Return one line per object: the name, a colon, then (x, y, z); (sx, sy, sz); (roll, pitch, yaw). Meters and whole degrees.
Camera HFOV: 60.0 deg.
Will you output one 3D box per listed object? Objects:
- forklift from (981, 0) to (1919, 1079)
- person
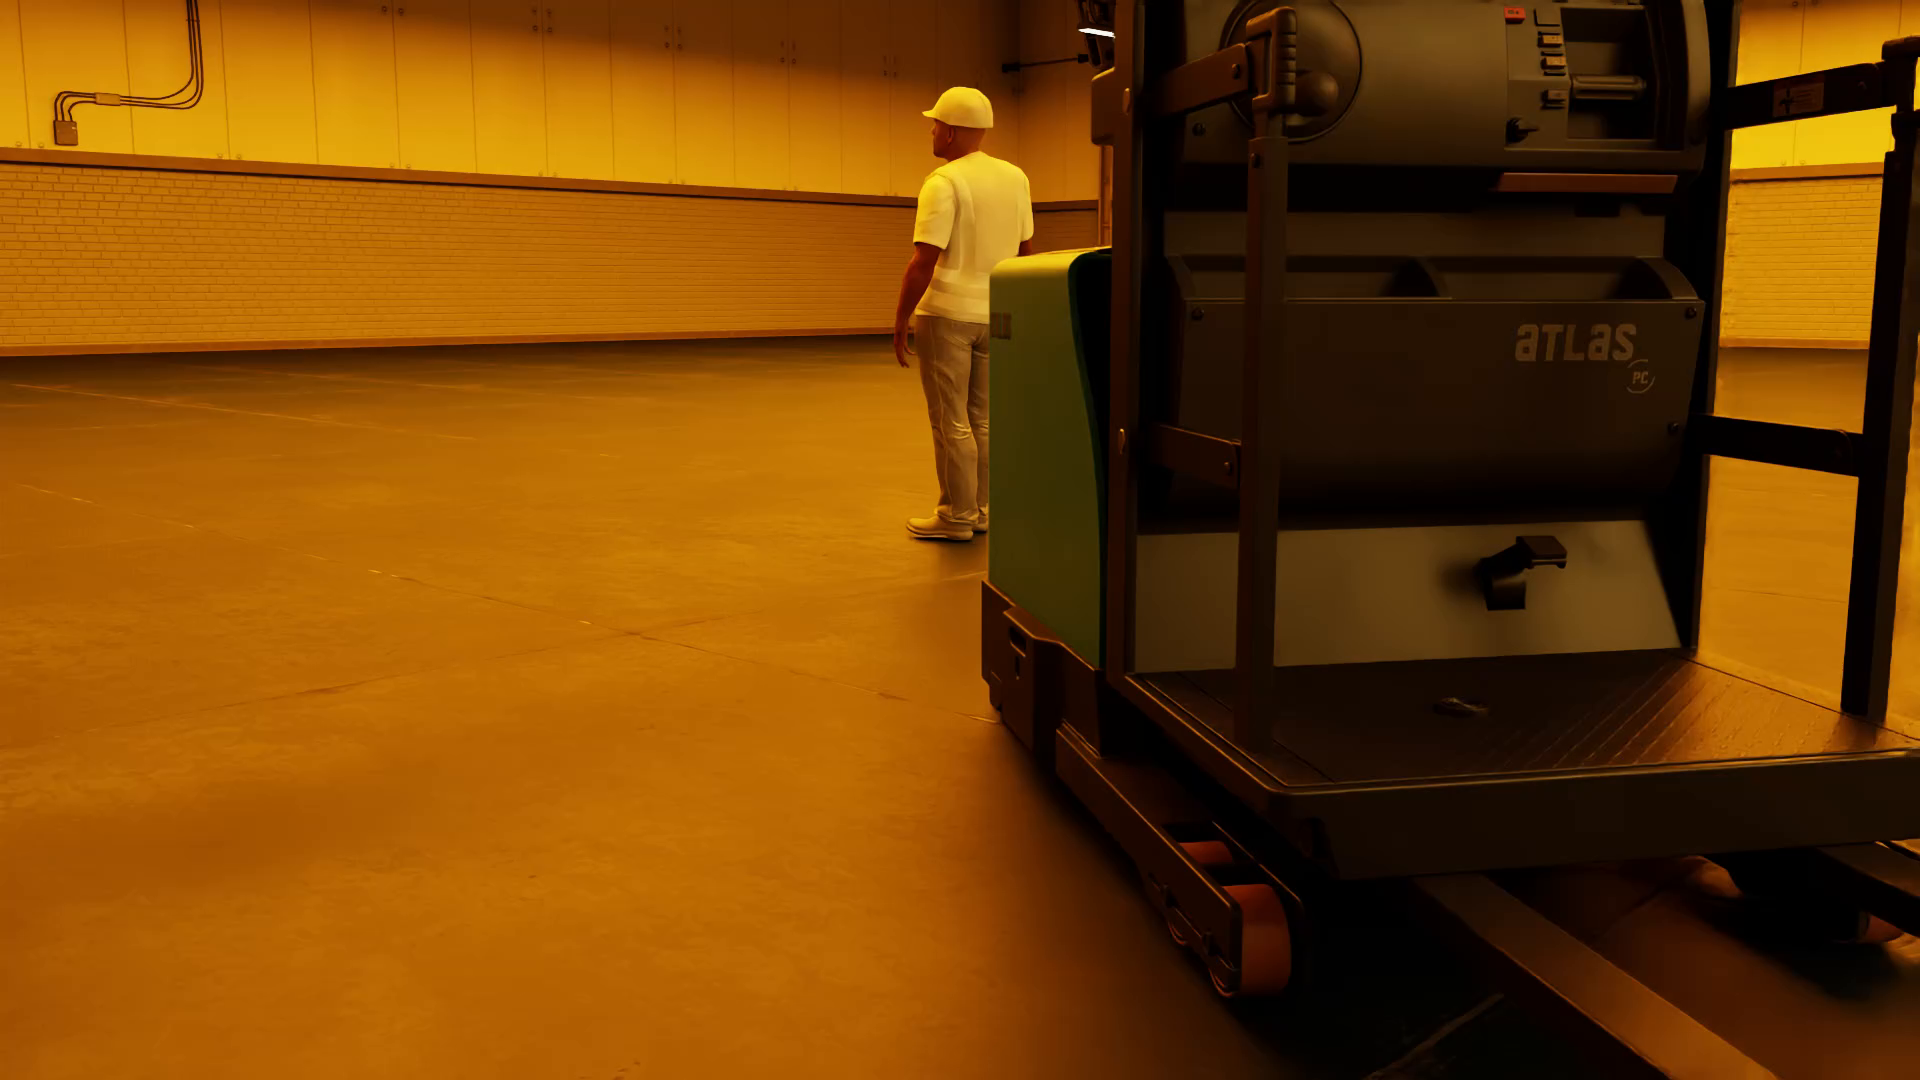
forklift: (0.845, -0.854, 2.543); (1.130, 2.935, 3.031); (-2, 9, -11)
person: (-0.045, -0.888, 6.637); (0.577, 1.765, 0.665); (8, 12, 43)
